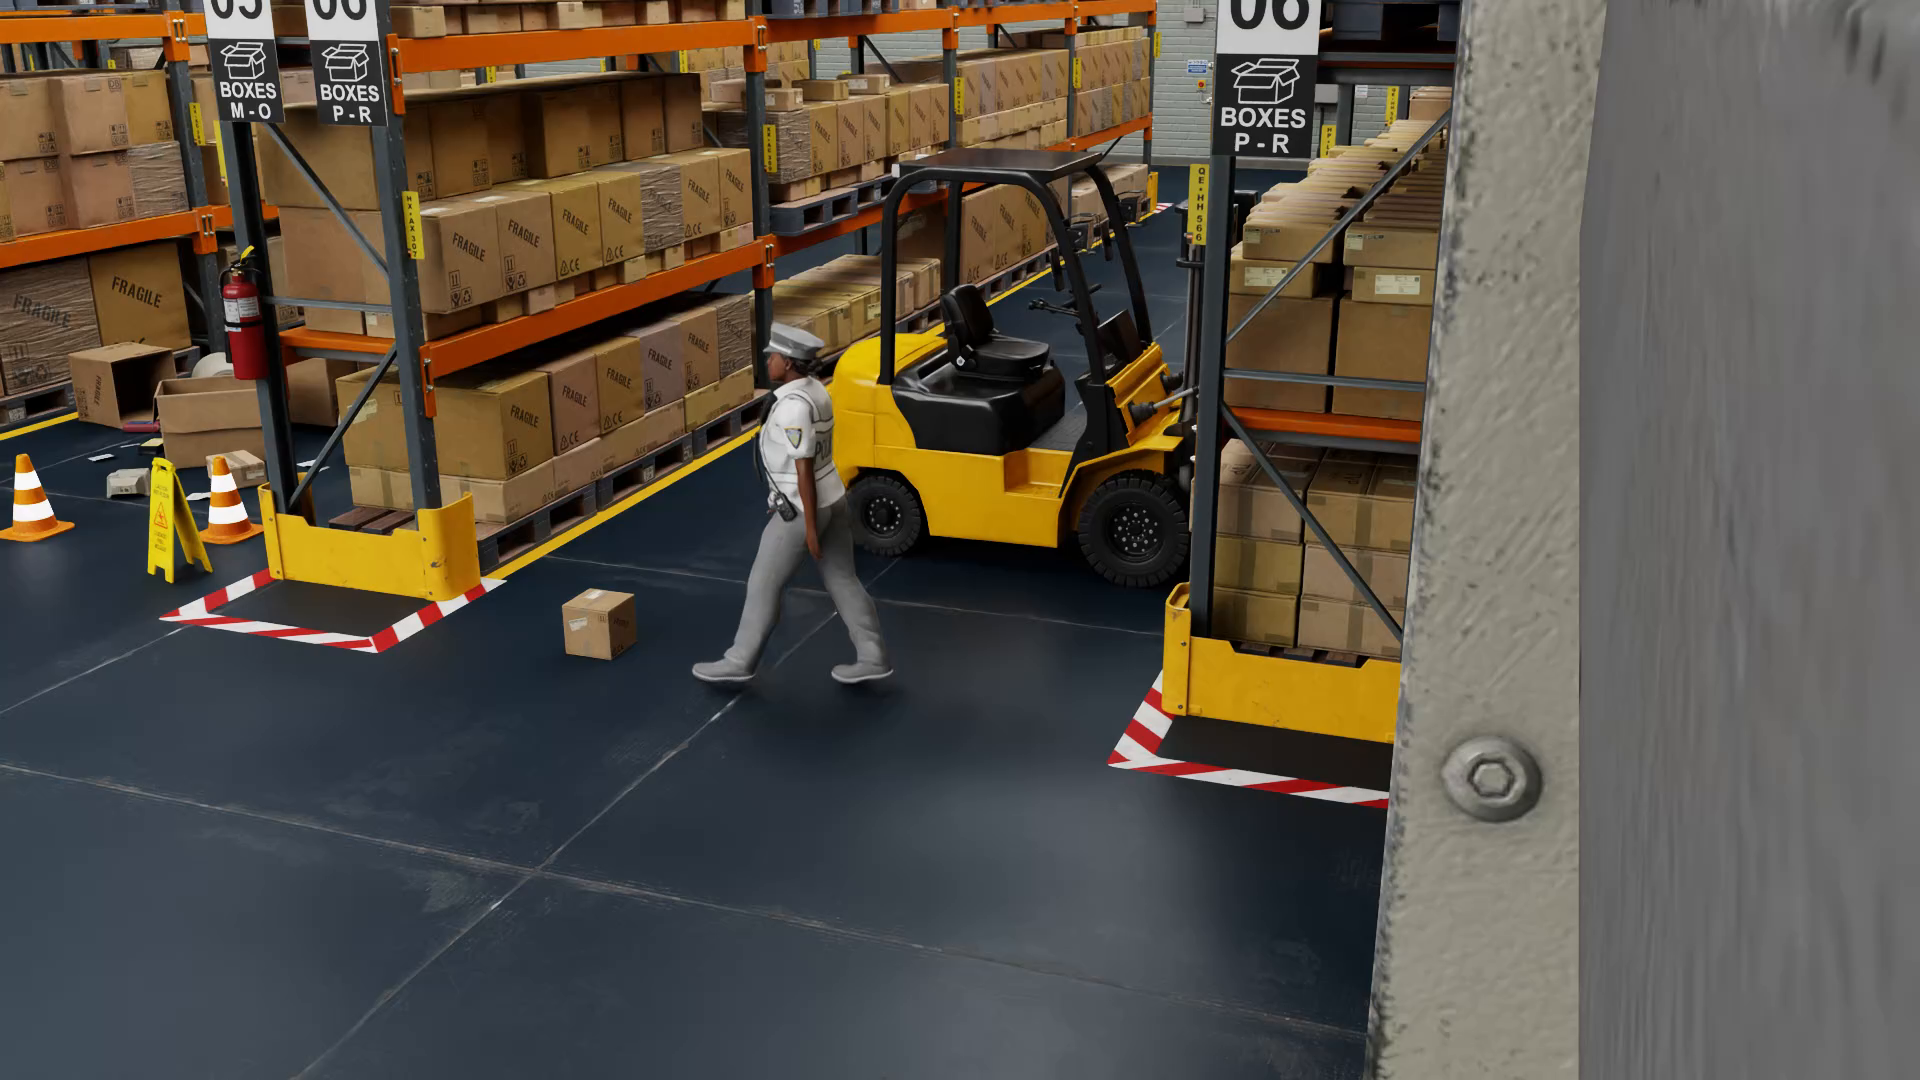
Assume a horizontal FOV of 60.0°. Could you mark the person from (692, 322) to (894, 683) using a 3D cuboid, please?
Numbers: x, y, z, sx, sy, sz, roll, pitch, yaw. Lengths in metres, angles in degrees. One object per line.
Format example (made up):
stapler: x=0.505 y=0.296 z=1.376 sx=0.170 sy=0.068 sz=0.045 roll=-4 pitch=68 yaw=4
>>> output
person: x=-0.745 y=-0.152 z=7.402 sx=0.893 sy=1.642 sz=0.463 roll=6 pitch=20 yaw=17
